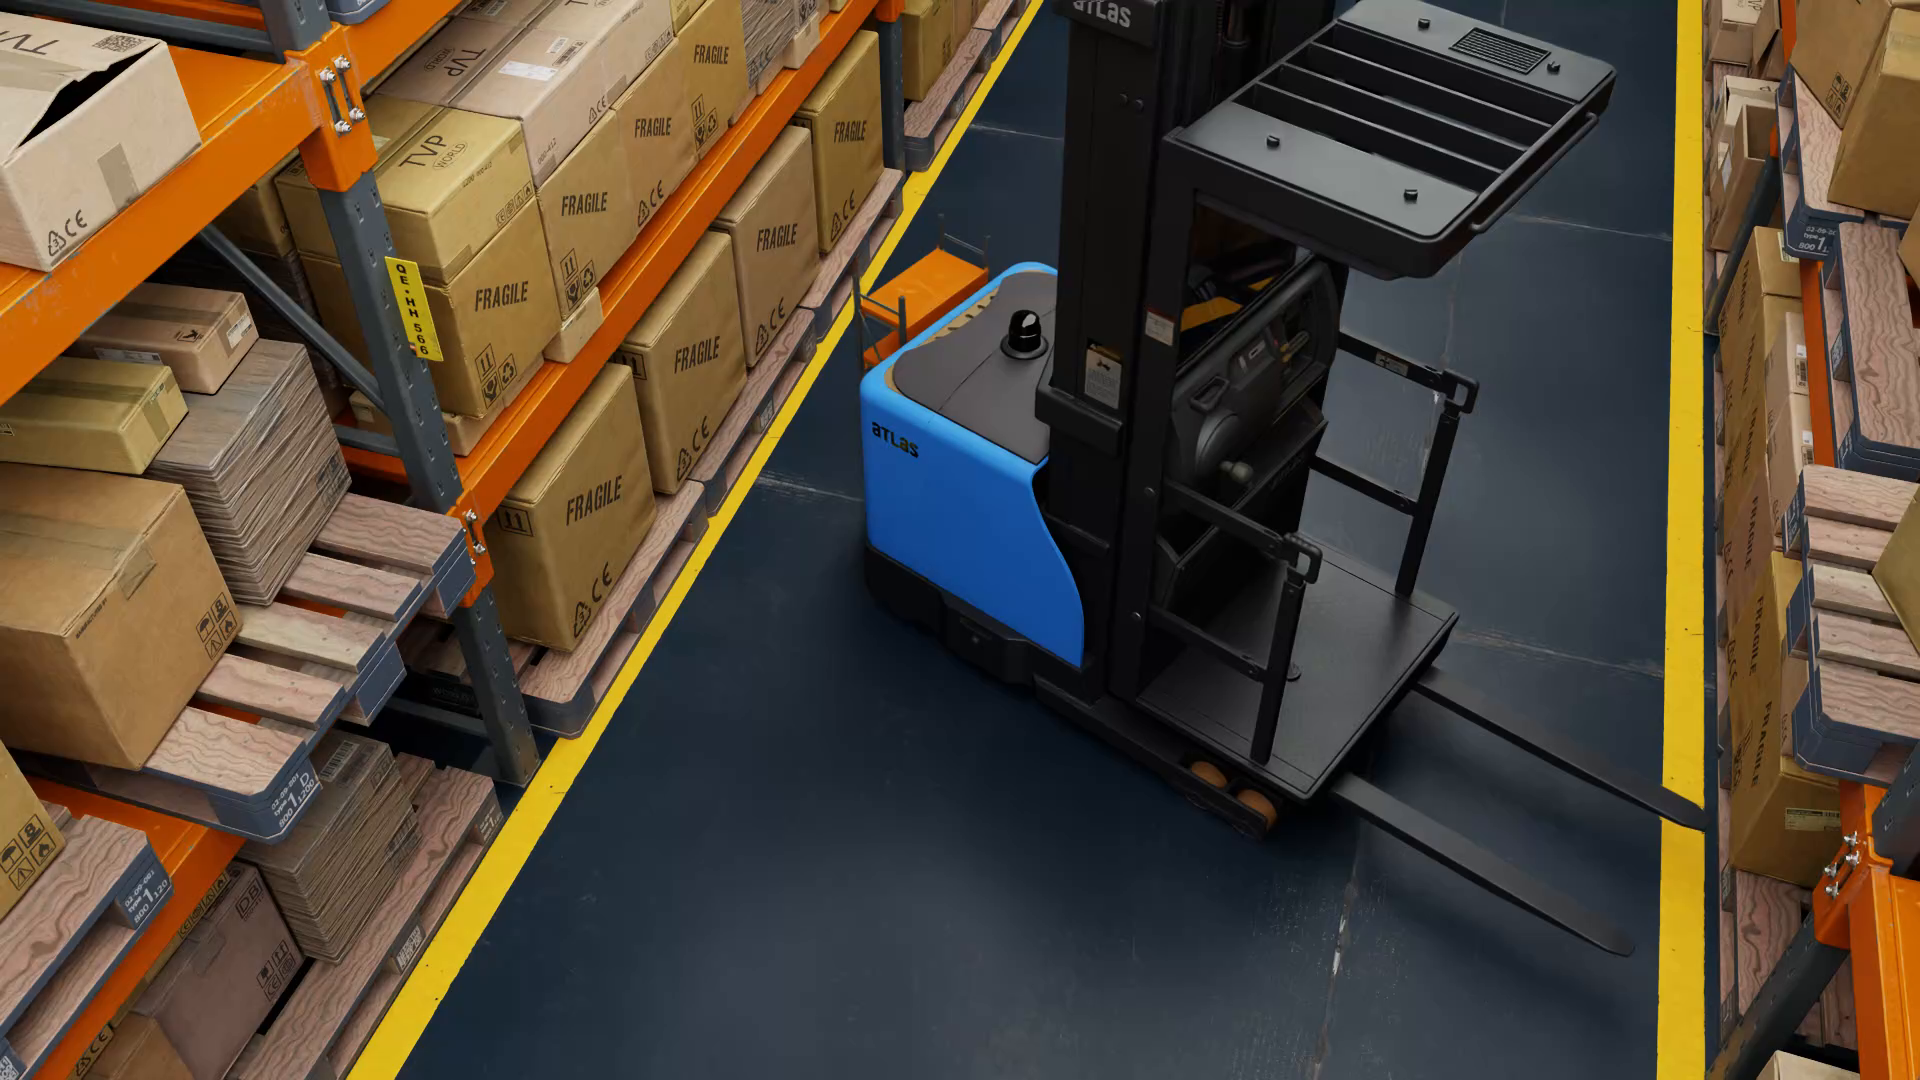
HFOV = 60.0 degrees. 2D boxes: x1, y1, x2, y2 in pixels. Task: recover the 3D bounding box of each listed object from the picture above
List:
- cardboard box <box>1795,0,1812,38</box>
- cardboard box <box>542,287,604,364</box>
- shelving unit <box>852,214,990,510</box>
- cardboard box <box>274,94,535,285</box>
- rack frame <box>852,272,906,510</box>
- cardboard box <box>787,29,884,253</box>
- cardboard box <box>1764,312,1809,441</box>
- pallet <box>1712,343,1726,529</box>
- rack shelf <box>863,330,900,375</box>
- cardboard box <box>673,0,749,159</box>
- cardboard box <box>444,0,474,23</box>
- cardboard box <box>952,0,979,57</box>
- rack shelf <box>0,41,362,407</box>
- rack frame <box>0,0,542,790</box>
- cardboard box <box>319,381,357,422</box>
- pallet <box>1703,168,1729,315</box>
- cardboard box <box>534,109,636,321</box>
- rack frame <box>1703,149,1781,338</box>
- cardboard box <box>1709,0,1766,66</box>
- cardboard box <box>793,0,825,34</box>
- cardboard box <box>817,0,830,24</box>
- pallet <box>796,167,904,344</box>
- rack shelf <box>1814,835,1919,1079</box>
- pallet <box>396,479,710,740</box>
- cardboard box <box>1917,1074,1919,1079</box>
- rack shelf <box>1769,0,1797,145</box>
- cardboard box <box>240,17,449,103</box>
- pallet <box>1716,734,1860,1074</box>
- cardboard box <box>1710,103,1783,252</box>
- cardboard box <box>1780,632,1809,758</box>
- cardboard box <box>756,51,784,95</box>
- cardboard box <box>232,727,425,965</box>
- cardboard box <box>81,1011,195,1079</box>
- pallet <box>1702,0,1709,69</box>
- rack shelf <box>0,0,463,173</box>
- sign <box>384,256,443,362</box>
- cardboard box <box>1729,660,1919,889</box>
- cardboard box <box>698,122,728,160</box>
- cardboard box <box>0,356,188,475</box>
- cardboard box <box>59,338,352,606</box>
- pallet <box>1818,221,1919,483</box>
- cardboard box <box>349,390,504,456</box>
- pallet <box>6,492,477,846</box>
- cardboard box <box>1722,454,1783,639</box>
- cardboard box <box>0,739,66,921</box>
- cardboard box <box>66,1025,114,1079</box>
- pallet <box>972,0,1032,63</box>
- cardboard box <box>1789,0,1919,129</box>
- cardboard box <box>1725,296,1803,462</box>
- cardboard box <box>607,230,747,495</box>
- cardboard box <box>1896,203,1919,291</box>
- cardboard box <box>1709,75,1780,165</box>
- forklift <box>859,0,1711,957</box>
[{"bbox_3d":[3.853,-2.383,6.969,0.500,0.500,0.500,13,46,13],"label":"cardboard box"},{"bbox_3d":[-1.421,-0.753,5.540,0.380,0.149,0.250,14,46,14],"label":"cardboard box"},{"bbox_3d":[-0.138,-0.617,6.523,0.258,1.200,0.503,29,52,27],"label":"shelving unit"},{"bbox_3d":[-1.595,-1.024,4.817,0.500,0.250,0.500,14,46,13],"label":"cardboard box"},{"bbox_3d":[-0.291,-0.484,6.387,0.240,1.200,0.015,29,52,27],"label":"rack frame"},{"bbox_3d":[-0.849,-1.927,7.811,0.750,0.750,0.750,13,46,13],"label":"cardboard box"},{"bbox_3d":[3.265,-0.554,6.108,0.500,0.250,0.500,13,46,13],"label":"cardboard box"},{"bbox_3d":[3.736,-0.413,7.021,1.003,0.211,1.213,13,46,13],"label":"pallet"},{"bbox_3d":[-0.138,-0.729,6.413,0.258,0.148,0.480,29,52,27],"label":"rack shelf"},{"bbox_3d":[-1.127,-1.785,6.131,0.500,0.500,0.500,14,46,14],"label":"cardboard box"},{"bbox_3d":[-1.778,-1.800,5.610,0.500,0.250,0.500,11,46,11],"label":"cardboard box"},{"bbox_3d":[-0.296,-3.074,9.233,0.700,0.500,0.500,12,46,12],"label":"cardboard box"},{"bbox_3d":[-2.593,0.178,2.793,1.077,0.370,4.000,13,46,13],"label":"rack shelf"},{"bbox_3d":[-1.987,-0.340,4.953,1.000,3.000,0.127,13,46,13],"label":"rack frame"},{"bbox_3d":[-2.133,-0.529,5.311,0.380,0.149,0.250,13,46,13],"label":"cardboard box"},{"bbox_3d":[4.155,-1.420,8.051,1.003,0.211,1.213,13,46,13],"label":"pallet"},{"bbox_3d":[-1.429,-1.106,5.437,0.500,0.500,0.500,14,46,14],"label":"cardboard box"},{"bbox_3d":[3.946,-1.959,6.608,1.000,3.000,0.127,13,46,13],"label":"rack frame"},{"bbox_3d":[4.420,-2.831,9.150,0.500,0.250,0.500,13,46,13],"label":"cardboard box"},{"bbox_3d":[-0.820,-2.452,6.813,0.500,0.500,0.500,13,46,13],"label":"cardboard box"},{"bbox_3d":[-0.784,-2.302,7.123,0.380,0.149,0.250,14,46,14],"label":"cardboard box"},{"bbox_3d":[-0.938,-1.479,8.111,1.003,0.211,1.213,13,46,13],"label":"pallet"},{"bbox_3d":[2.129,2.297,2.772,1.077,0.370,4.000,13,46,13],"label":"rack shelf"},{"bbox_3d":[-1.677,0.147,6.449,1.003,0.211,1.213,13,46,13],"label":"pallet"},{"bbox_3d":[2.280,1.294,3.347,0.500,0.311,0.500,12,46,12],"label":"cardboard box"},{"bbox_3d":[4.552,-3.035,8.222,1.077,0.370,4.000,13,46,13],"label":"rack shelf"},{"bbox_3d":[-1.937,-1.459,5.261,0.500,0.250,0.500,11,45,11],"label":"cardboard box"},{"bbox_3d":[2.997,1.214,5.359,1.003,0.211,1.213,13,46,13],"label":"pallet"},{"bbox_3d":[3.849,-1.663,7.778,0.500,0.500,0.500,13,46,13],"label":"cardboard box"},{"bbox_3d":[2.808,0.463,5.068,0.500,0.250,0.500,14,46,14],"label":"cardboard box"},{"bbox_3d":[-0.945,-1.964,6.778,0.380,0.149,0.250,13,46,13],"label":"cardboard box"},{"bbox_3d":[-2.155,0.887,5.171,0.700,0.500,0.500,13,46,13],"label":"cardboard box"},{"bbox_3d":[-2.546,1.543,4.501,0.700,0.500,0.500,12,46,12],"label":"cardboard box"},{"bbox_3d":[4.894,-3.047,9.713,1.003,0.211,1.213,13,46,13],"label":"pallet"},{"bbox_3d":[-1.381,-2.488,5.517,1.077,0.370,4.000,13,46,13],"label":"rack shelf"},{"bbox_3d":[-1.467,-0.617,4.464,0.100,0.325,0.005,13,46,13],"label":"sign"},{"bbox_3d":[2.795,0.770,5.291,0.500,0.500,0.500,14,46,14],"label":"cardboard box"},{"bbox_3d":[-1.126,-1.626,6.432,0.380,0.149,0.250,14,46,14],"label":"cardboard box"},{"bbox_3d":[-2.146,-0.311,4.073,0.380,0.149,0.250,6,45,6],"label":"cardboard box"},{"bbox_3d":[-2.120,-0.217,4.441,0.700,0.500,0.500,8,45,8],"label":"cardboard box"},{"bbox_3d":[3.320,-0.522,5.276,1.003,0.211,1.213,13,46,13],"label":"pallet"},{"bbox_3d":[-1.667,-0.428,5.208,0.380,0.149,0.250,12,46,12],"label":"cardboard box"},{"bbox_3d":[-2.101,0.226,4.511,1.213,0.211,1.003,13,46,13],"label":"pallet"},{"bbox_3d":[3.105,0.074,6.002,0.500,0.500,0.500,11,45,11],"label":"cardboard box"},{"bbox_3d":[-2.476,0.618,3.588,0.700,0.500,0.500,13,46,13],"label":"cardboard box"},{"bbox_3d":[-2.539,1.330,4.183,0.500,0.250,0.500,12,46,12],"label":"cardboard box"},{"bbox_3d":[-0.103,-3.316,9.987,1.003,0.211,1.213,13,46,12],"label":"pallet"},{"bbox_3d":[3.590,-1.877,6.152,0.700,0.500,0.500,-1,44,-1],"label":"cardboard box"},{"bbox_3d":[3.417,-0.594,6.686,0.500,0.500,0.500,13,46,13],"label":"cardboard box"},{"bbox_3d":[-1.368,-0.767,6.625,0.750,0.750,0.750,12,46,12],"label":"cardboard box"},{"bbox_3d":[3.470,-0.955,5.209,0.700,0.500,0.500,2,44,2],"label":"cardboard box"},{"bbox_3d":[4.076,-2.095,8.355,0.500,0.311,0.500,13,46,13],"label":"cardboard box"},{"bbox_3d":[1.094,-0.452,5.116,3.031,2.935,1.130,30,52,27],"label":"forklift"}]
